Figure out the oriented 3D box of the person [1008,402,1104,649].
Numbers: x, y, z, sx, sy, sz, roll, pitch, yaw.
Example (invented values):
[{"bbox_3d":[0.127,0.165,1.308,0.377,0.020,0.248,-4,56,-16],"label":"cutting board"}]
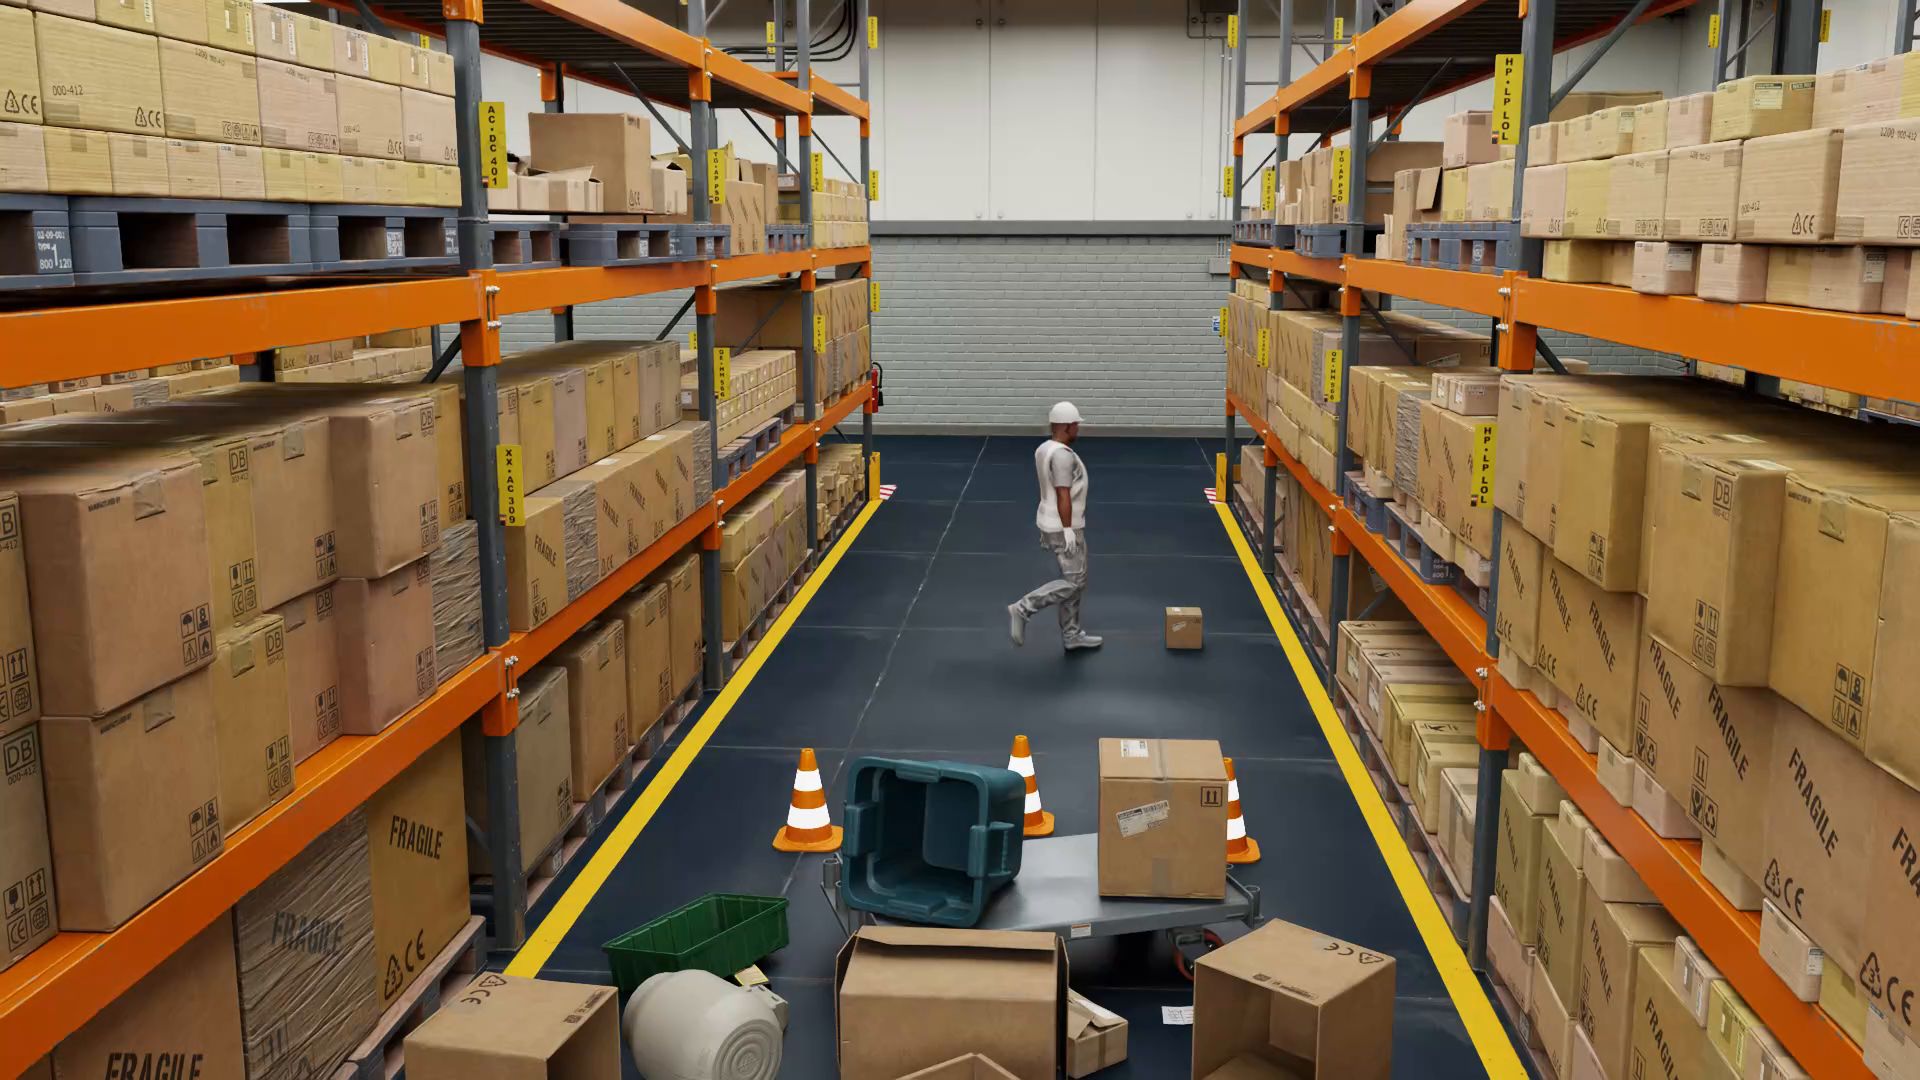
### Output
[{"bbox_3d":[0.688,-0.086,11.772,0.732,1.769,0.600,-2,11,-9],"label":"person"}]
